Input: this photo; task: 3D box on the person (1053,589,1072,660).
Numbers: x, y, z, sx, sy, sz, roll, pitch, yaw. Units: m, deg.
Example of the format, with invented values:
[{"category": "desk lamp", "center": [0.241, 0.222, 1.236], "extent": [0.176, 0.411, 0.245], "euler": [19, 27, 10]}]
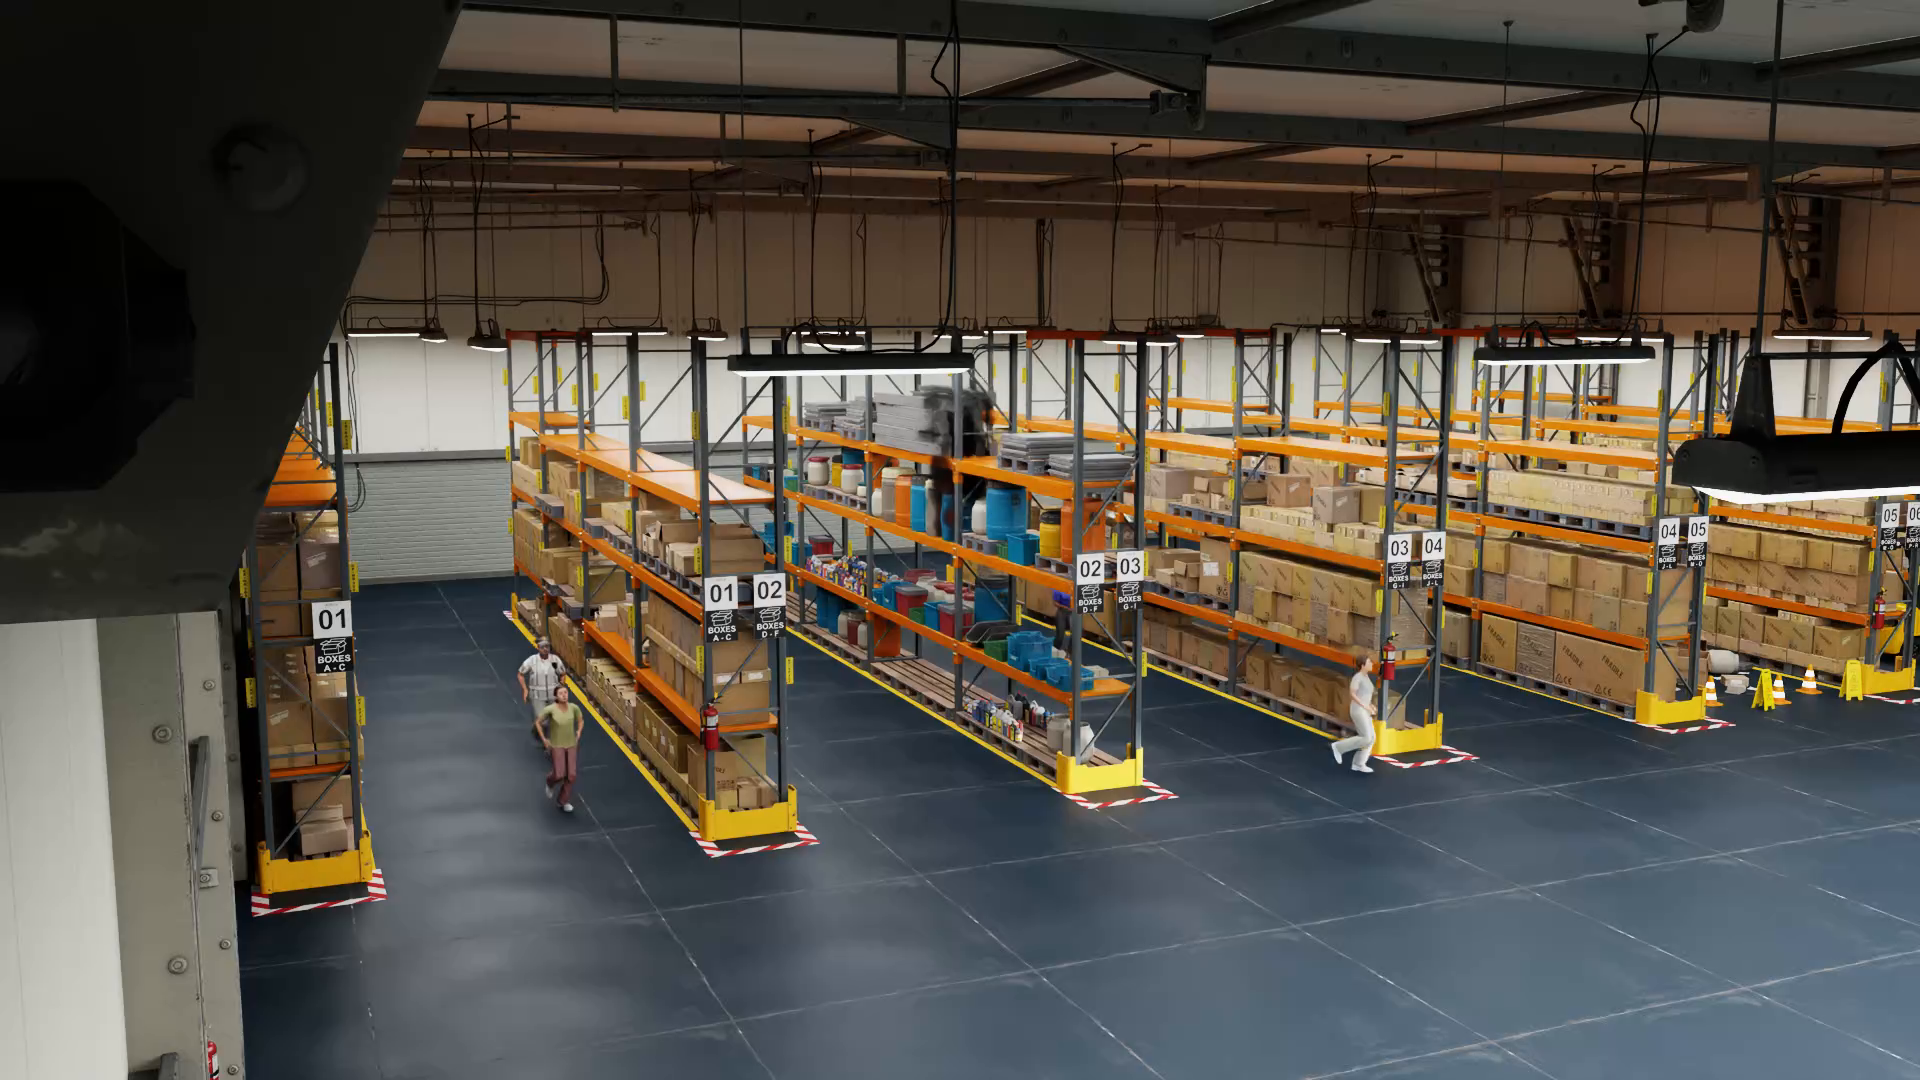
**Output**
[{"category": "person", "center": [1.950, 1.418, 30.306], "extent": [0.590, 1.695, 0.695], "euler": [-3, 9, -24]}]

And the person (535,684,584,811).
[{"category": "person", "center": [-5.084, 2.648, 21.271], "extent": [0.608, 1.632, 0.558], "euler": [-5, 9, -31]}]

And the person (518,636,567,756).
[{"category": "person", "center": [-5.945, 2.239, 23.824], "extent": [0.665, 1.742, 0.593], "euler": [-4, 9, -27]}]

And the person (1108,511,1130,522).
[{"category": "person", "center": [3.844, -0.139, 41.330], "extent": [0.943, 1.689, 0.637], "euler": [-6, 10, -38]}]

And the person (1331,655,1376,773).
[{"category": "person", "center": [5.526, 2.389, 23.182], "extent": [0.586, 1.618, 0.592], "euler": [4, 9, 27]}]
